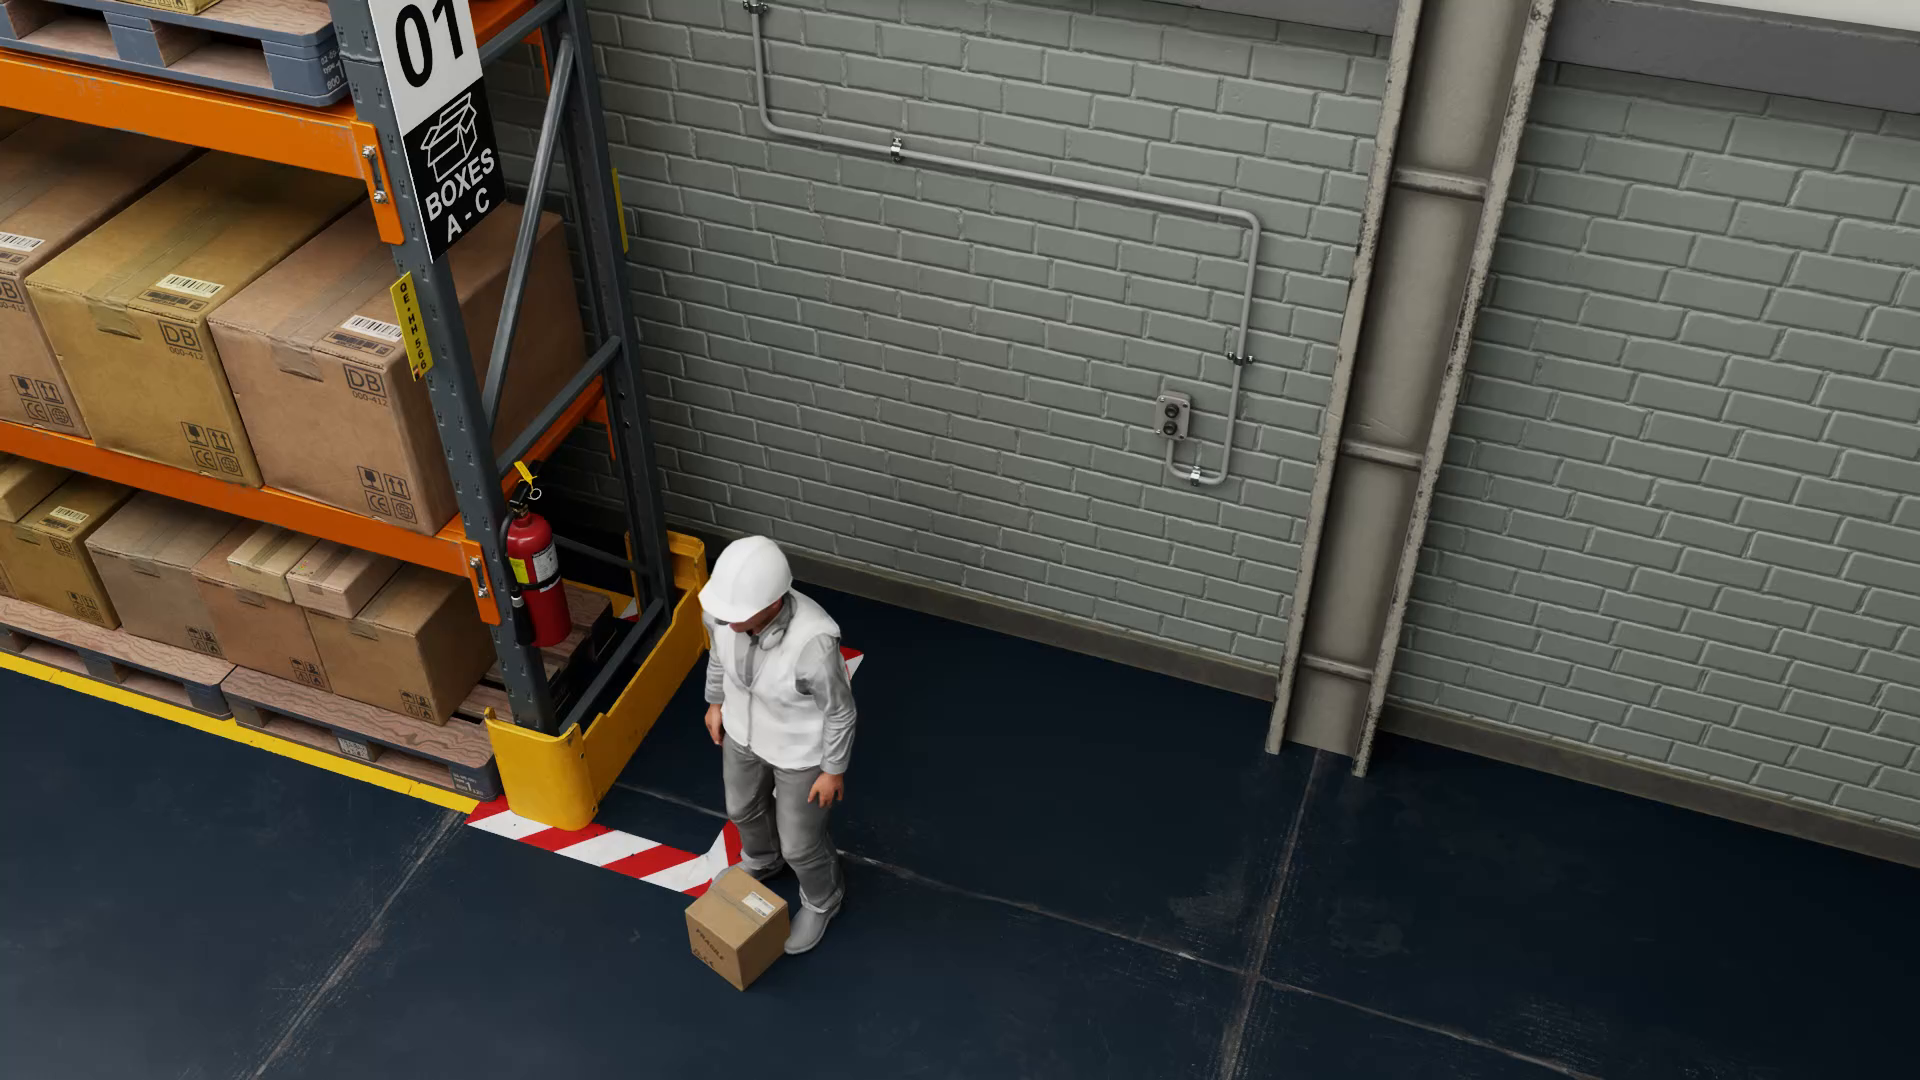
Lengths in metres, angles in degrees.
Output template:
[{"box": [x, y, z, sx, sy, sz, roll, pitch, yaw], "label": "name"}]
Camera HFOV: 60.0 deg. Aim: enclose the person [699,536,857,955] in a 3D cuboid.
[{"box": [-0.594, 0.639, 5.410, 0.583, 1.770, 0.464, 27, 48, 27], "label": "person"}]
